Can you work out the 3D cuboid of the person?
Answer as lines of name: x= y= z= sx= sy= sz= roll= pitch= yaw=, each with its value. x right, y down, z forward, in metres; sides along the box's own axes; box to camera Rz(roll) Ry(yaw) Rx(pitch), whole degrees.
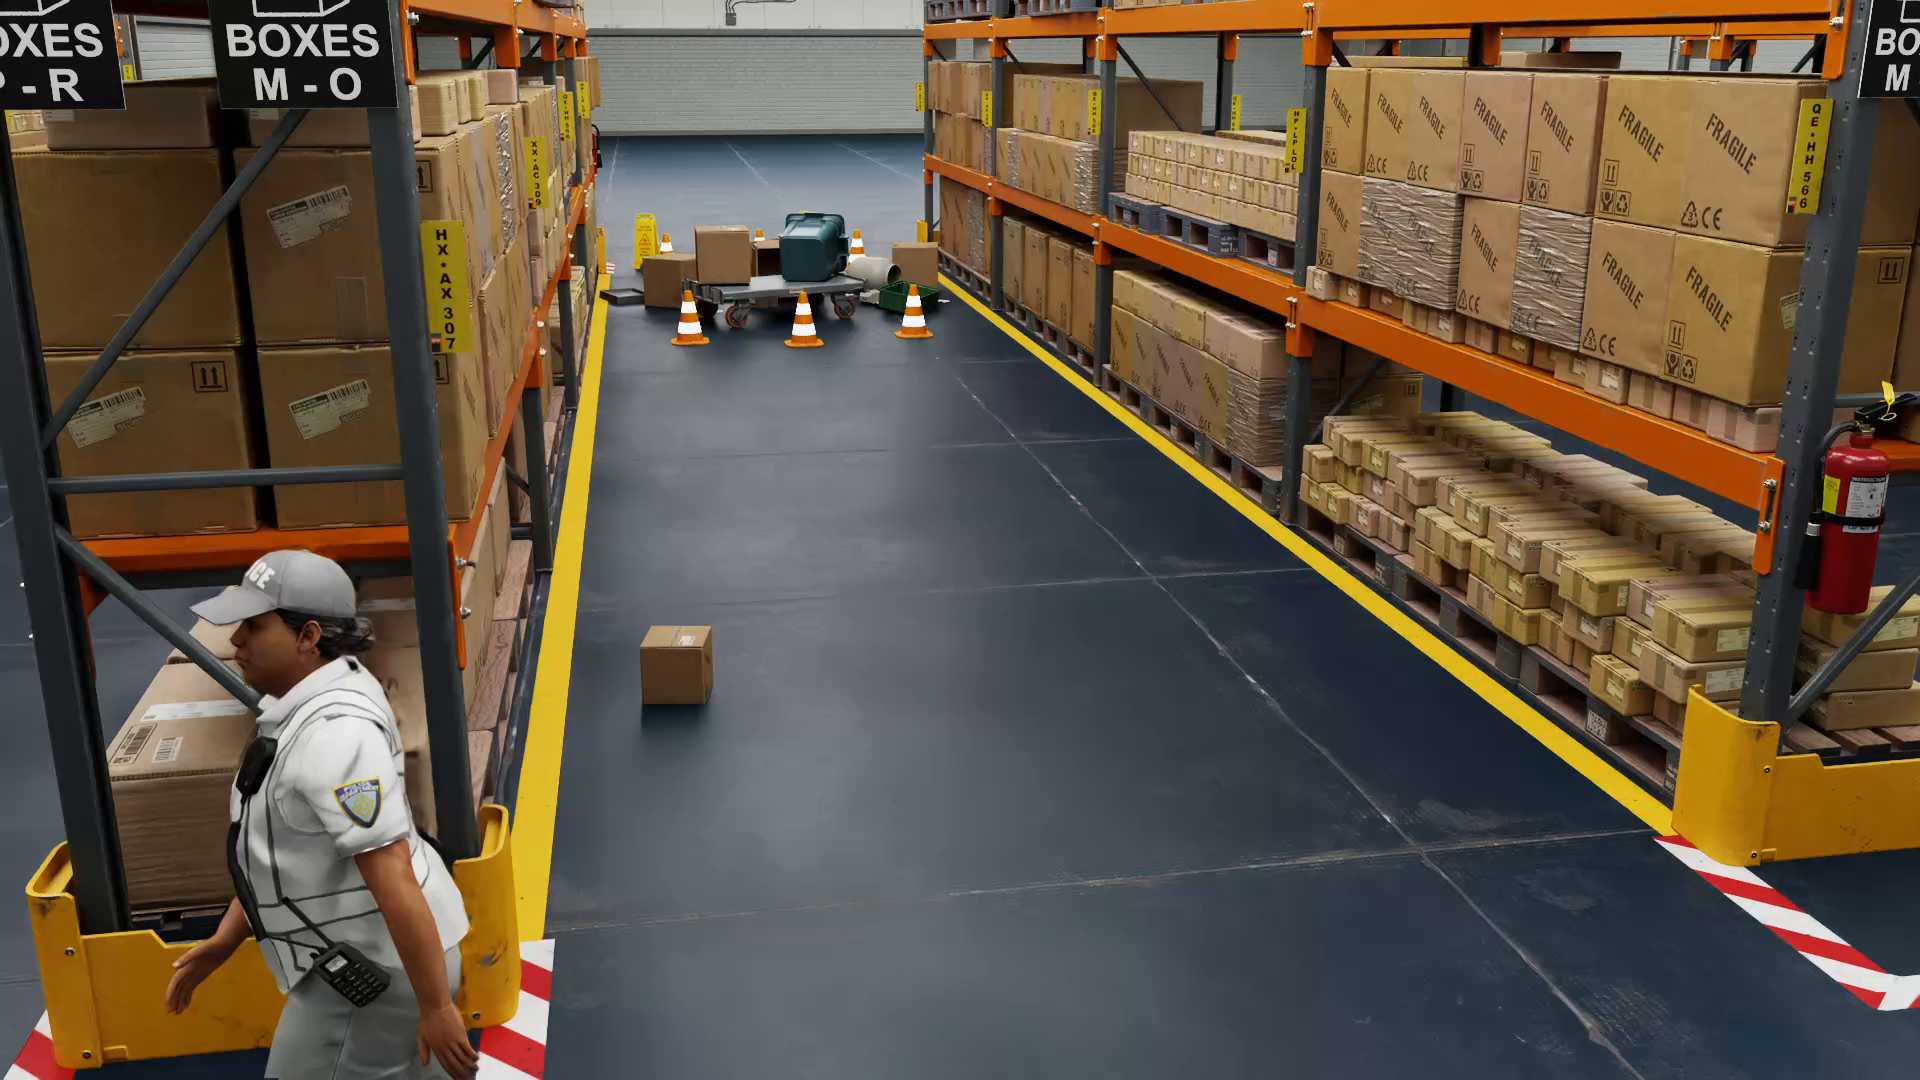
person: x=-1.171 y=0.866 z=3.192 sx=0.634 sy=1.706 sz=0.590 roll=-6 pitch=18 yaw=-20
